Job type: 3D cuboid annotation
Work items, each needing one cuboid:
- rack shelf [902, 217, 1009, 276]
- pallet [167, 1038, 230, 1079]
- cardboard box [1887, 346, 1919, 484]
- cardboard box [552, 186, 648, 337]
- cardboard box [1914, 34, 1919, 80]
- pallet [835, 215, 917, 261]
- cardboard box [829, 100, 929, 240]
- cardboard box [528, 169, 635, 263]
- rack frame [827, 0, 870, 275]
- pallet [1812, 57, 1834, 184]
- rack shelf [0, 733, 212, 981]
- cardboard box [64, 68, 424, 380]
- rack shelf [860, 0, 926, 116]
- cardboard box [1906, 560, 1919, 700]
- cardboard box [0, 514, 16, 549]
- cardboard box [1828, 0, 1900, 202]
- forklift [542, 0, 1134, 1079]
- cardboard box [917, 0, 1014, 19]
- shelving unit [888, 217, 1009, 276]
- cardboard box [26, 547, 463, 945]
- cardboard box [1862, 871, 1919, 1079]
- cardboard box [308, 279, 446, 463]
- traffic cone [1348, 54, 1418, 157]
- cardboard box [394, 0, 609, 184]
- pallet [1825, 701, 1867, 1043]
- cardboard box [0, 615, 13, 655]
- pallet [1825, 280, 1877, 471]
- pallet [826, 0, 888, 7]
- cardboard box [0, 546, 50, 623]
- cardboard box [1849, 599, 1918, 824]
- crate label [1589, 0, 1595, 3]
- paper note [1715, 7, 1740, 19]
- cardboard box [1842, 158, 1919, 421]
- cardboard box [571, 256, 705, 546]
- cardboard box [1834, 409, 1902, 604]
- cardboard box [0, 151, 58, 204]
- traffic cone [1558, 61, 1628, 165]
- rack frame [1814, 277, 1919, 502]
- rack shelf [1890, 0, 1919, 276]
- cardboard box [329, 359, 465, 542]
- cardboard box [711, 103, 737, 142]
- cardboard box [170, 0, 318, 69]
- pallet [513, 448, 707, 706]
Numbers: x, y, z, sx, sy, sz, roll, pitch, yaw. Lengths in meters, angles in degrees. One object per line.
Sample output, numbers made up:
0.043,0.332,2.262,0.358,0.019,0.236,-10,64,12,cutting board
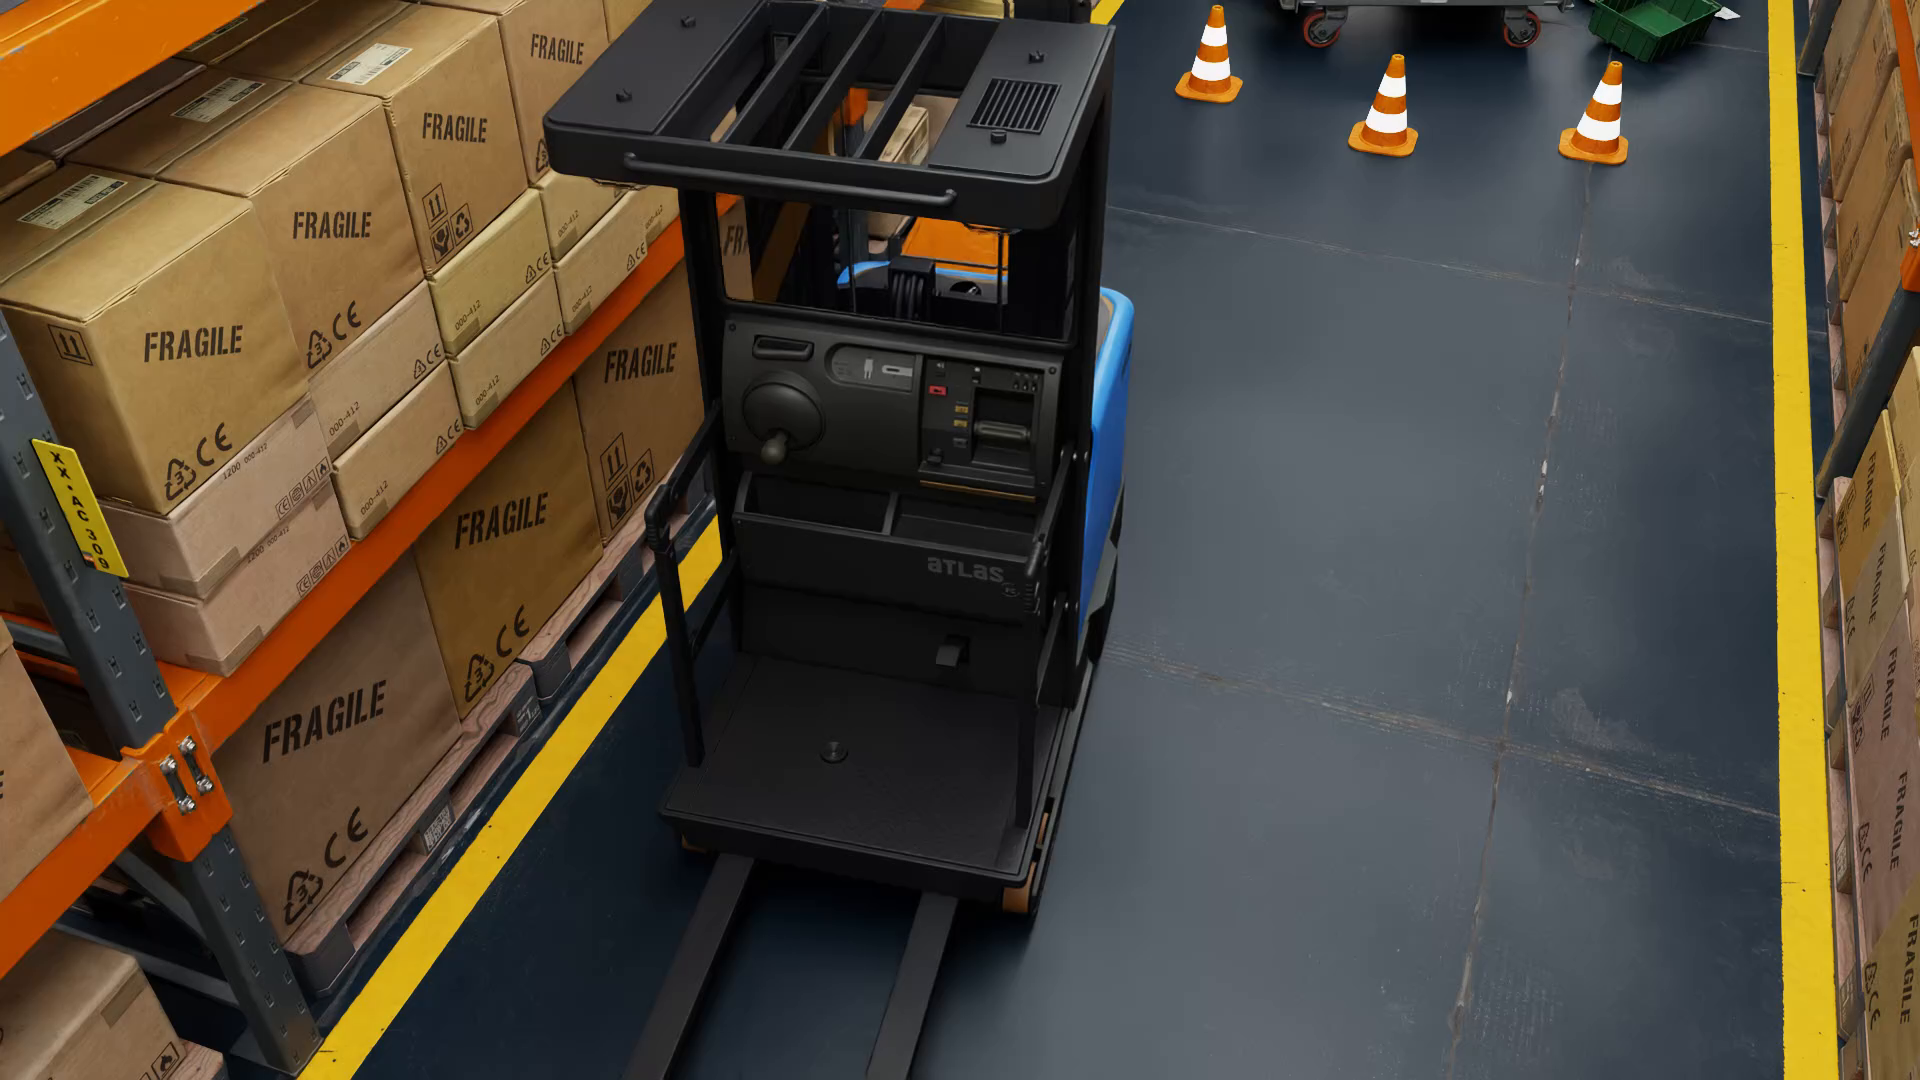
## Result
0.114,-1.139,6.268,0.538,0.278,1.000,9,41,10,rack shelf
-2.588,1.686,4.111,1.003,0.211,1.213,13,42,15,pallet
3.336,-0.351,5.375,0.500,0.250,0.500,11,42,13,cardboard box
-1.311,-0.902,5.111,0.500,0.250,0.500,13,42,14,cardboard box
3.873,-1.900,6.089,0.500,0.500,0.500,13,42,15,cardboard box
-0.618,-1.676,8.052,1.003,0.211,1.213,13,42,15,pallet
-0.684,-1.763,7.707,0.950,0.372,0.625,11,42,12,cardboard box
-1.319,-1.095,4.953,0.500,0.250,0.500,12,42,14,cardboard box
-0.887,-2.261,6.589,1.000,3.000,0.127,13,42,15,rack frame
4.974,-2.115,8.567,1.003,0.211,1.213,13,42,15,pallet
-2.938,1.672,2.533,1.077,0.370,4.000,13,42,15,rack shelf
-1.686,-0.761,3.983,0.500,0.500,0.500,13,42,15,cardboard box
-0.203,-3.207,8.252,1.077,0.370,4.000,13,42,15,rack shelf
2.982,0.257,4.662,0.500,0.250,0.500,14,42,15,cardboard box
-2.332,-0.277,3.994,0.500,0.250,0.500,13,42,15,cardboard box
4.706,-1.981,7.671,1.050,0.750,0.750,13,42,15,cardboard box
-0.240,-0.280,4.320,1.130,2.935,3.031,9,41,10,forklift
-0.175,-2.676,8.777,0.950,0.372,0.625,15,43,17,cardboard box
0.114,-0.917,6.458,0.538,1.125,1.048,9,41,10,shelving unit
-2.118,0.431,4.747,0.875,0.875,0.875,15,43,16,cardboard box
2.624,1.187,4.150,0.500,0.500,0.500,12,42,14,cardboard box
-1.687,-0.484,4.237,0.500,0.250,0.500,14,42,16,cardboard box
2.213,-2.270,8.554,0.336,0.463,0.334,13,42,15,traffic cone
-1.341,-1.383,4.712,0.500,0.500,0.500,13,42,14,cardboard box
3.112,1.055,4.851,1.003,0.211,1.213,13,42,15,pallet
-2.156,0.109,2.963,0.500,0.500,0.500,13,42,15,cardboard box
4.140,-0.627,6.823,1.003,0.211,1.213,13,42,15,pallet
-0.743,-2.646,7.188,1.213,0.211,1.003,13,42,15,pallet
-2.338,-0.094,4.164,0.500,0.250,0.500,12,42,14,cardboard box
2.978,0.564,4.881,0.500,0.500,0.500,12,42,14,cardboard box
3.890,-3.338,10.057,0.298,0.136,0.250,-13,42,-15,crate label
4.546,-3.145,9.913,0.147,0.020,0.142,-13,42,-15,paper note
4.092,-0.879,6.379,1.050,0.750,0.750,13,42,14,cardboard box
-1.510,-0.666,6.034,0.875,0.875,0.875,14,42,16,cardboard box
3.318,-0.058,5.609,0.500,0.500,0.500,12,42,13,cardboard box
-2.338,-0.568,3.757,0.500,0.500,0.500,15,43,16,cardboard box
3.290,-2.216,8.490,0.336,0.463,0.334,13,42,15,traffic cone
3.800,-1.224,5.373,1.000,3.000,0.127,13,42,15,rack frame
4.483,-2.170,7.037,1.077,0.370,4.000,13,42,15,rack shelf
-1.680,-0.290,4.394,0.500,0.250,0.500,12,42,14,cardboard box
-0.976,-1.523,5.839,0.500,0.250,0.500,14,42,16,cardboard box
-1.976,-1.190,4.486,0.500,0.500,0.500,15,43,16,cardboard box
-1.646,0.006,6.081,1.003,0.211,1.213,13,42,15,pallet
